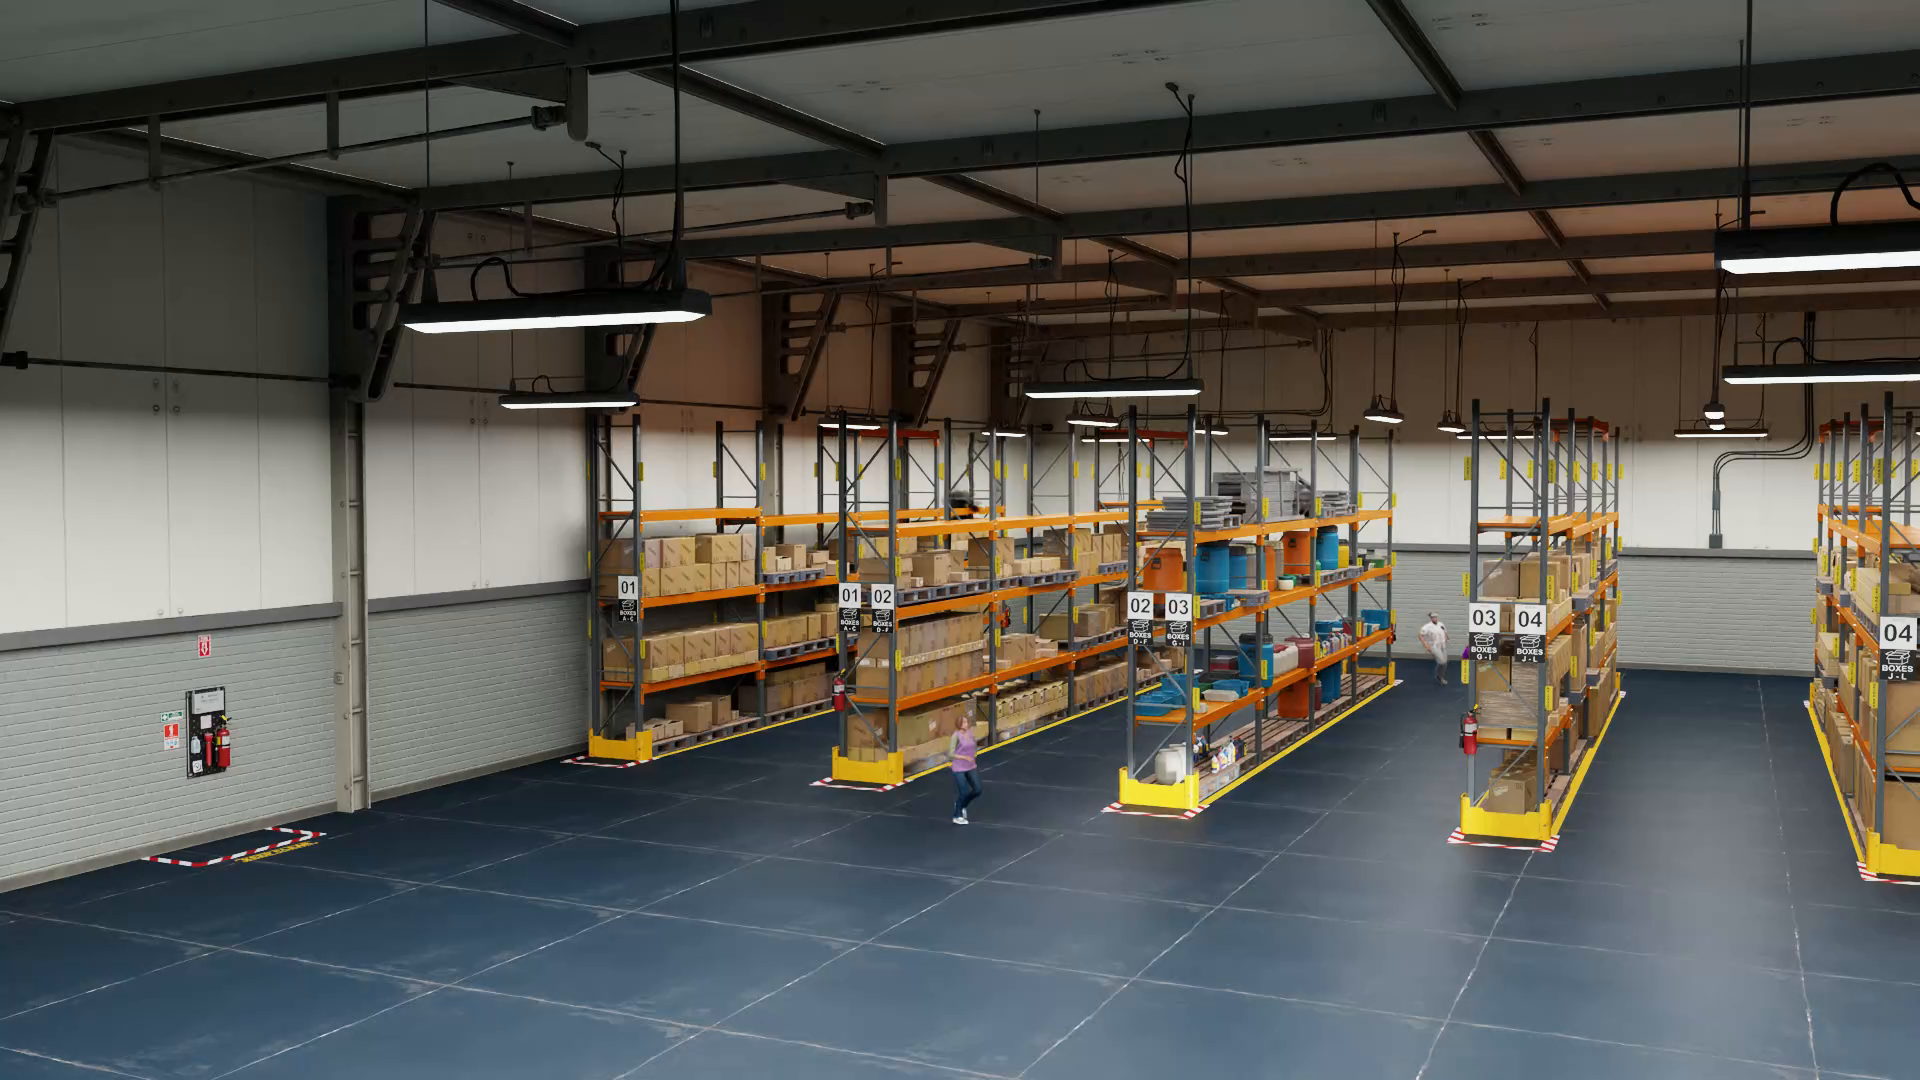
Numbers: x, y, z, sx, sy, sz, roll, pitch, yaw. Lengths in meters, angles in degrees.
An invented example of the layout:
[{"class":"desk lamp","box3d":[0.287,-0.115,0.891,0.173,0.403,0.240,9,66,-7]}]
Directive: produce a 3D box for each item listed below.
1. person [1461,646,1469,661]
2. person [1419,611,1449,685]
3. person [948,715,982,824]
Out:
[{"class":"person","box3d":[10.553,2.743,33.786,0.726,1.755,0.937,1,3,25]},{"class":"person","box3d":[11.230,2.545,39.148,0.719,1.752,0.621,-1,2,-19]},{"class":"person","box3d":[0.093,3.249,23.488,0.523,1.557,0.534,-2,3,-43]}]
